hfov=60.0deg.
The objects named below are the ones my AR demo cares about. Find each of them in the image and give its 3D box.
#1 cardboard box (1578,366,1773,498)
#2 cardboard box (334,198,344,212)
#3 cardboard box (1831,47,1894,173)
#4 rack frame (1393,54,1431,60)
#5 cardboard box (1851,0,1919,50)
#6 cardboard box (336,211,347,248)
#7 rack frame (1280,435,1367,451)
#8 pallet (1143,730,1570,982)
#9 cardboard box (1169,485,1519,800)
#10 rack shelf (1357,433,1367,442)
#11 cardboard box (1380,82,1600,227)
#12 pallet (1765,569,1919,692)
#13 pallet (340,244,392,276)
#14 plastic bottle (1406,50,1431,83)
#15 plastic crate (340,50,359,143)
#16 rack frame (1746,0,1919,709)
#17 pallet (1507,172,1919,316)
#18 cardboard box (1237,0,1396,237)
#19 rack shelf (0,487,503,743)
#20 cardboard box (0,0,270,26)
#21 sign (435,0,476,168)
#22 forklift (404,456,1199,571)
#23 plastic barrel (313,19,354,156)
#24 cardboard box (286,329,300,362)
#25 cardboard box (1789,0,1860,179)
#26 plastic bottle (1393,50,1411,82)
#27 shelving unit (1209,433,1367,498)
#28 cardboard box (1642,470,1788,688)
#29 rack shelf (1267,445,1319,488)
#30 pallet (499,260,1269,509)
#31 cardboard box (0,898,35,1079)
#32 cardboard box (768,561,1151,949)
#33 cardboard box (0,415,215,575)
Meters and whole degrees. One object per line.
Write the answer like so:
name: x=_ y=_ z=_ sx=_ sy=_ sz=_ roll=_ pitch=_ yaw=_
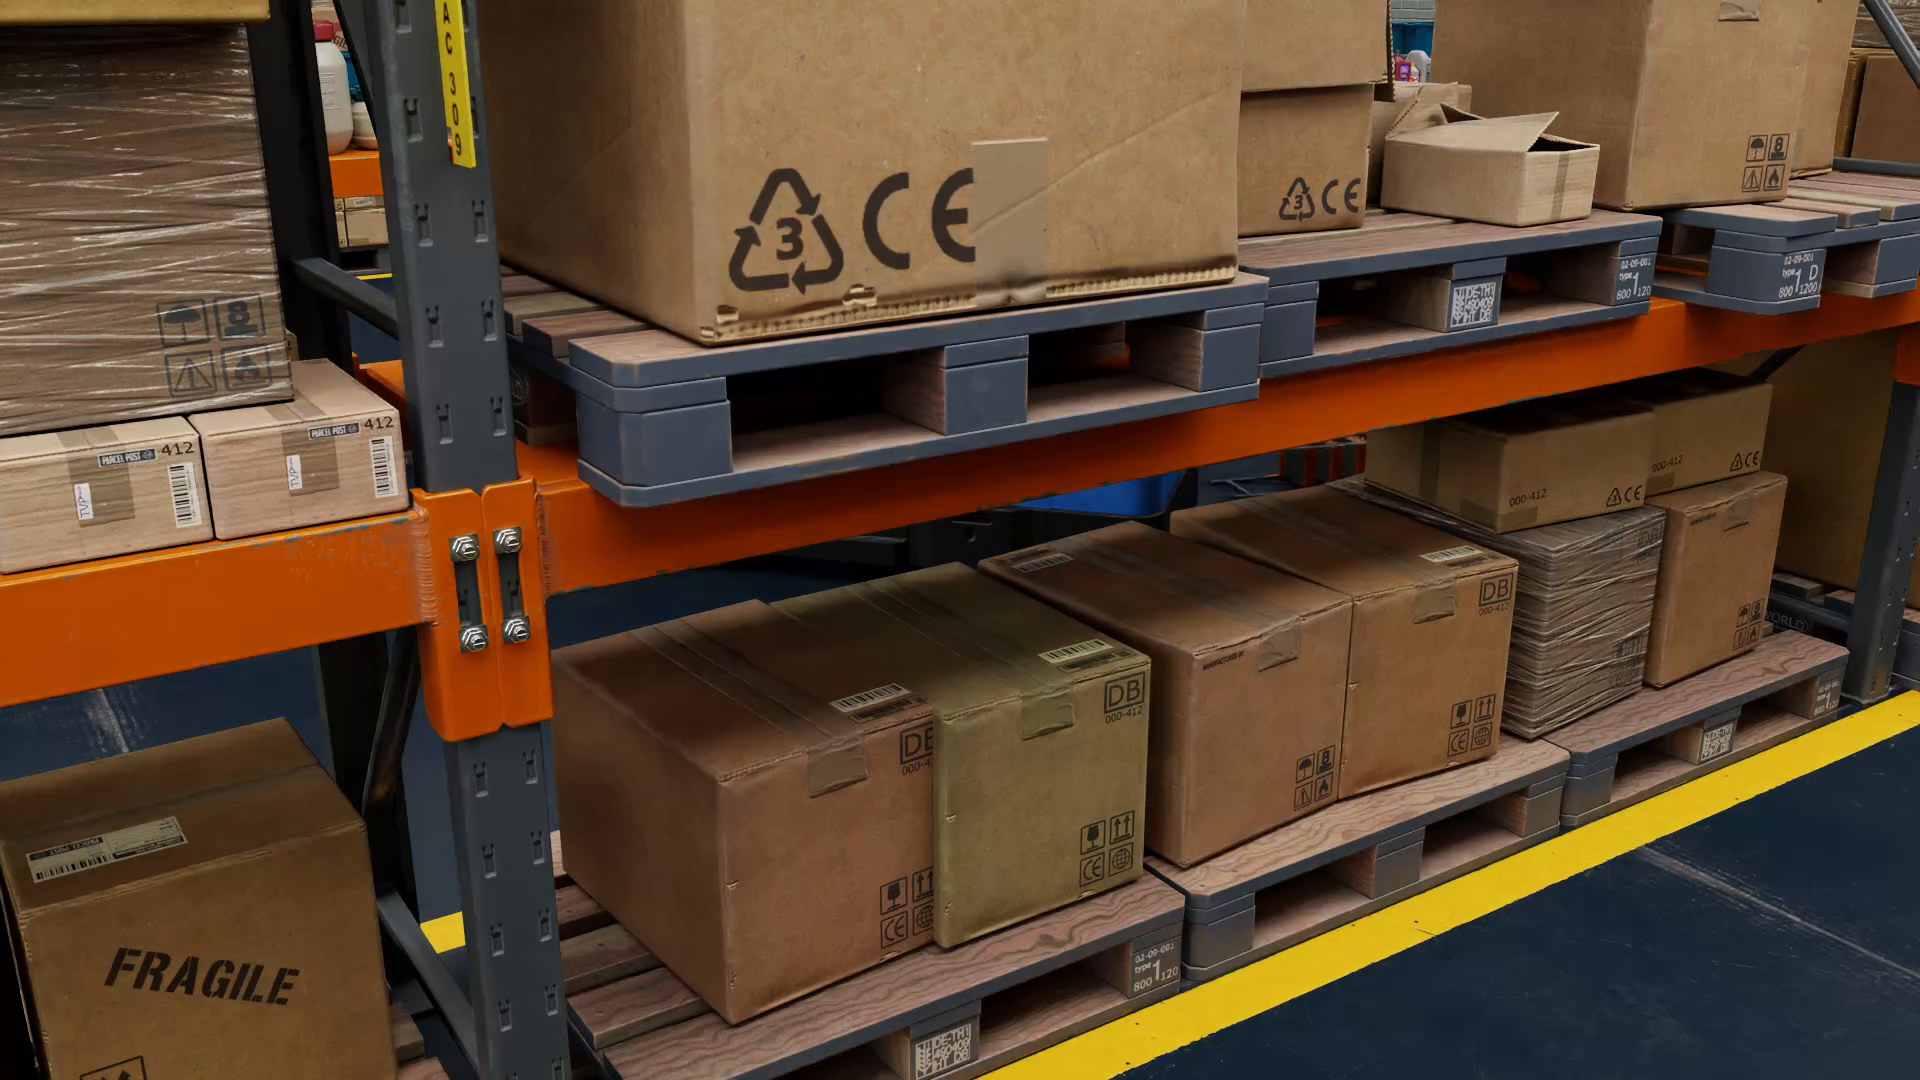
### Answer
cardboard box: x=1.847 y=-0.332 z=4.589 sx=0.500 sy=0.250 sz=0.500 roll=-11 pitch=22 yaw=-29
cardboard box: x=-4.630 y=-2.464 z=11.611 sx=0.500 sy=0.311 sz=0.500 roll=-11 pitch=22 yaw=-30
cardboard box: x=2.666 y=-1.279 z=5.189 sx=0.500 sy=0.500 sz=0.500 roll=-11 pitch=22 yaw=-30
rack frame: x=3.007 y=-3.108 z=10.754 sx=0.127 sy=3.000 sz=1.000 roll=-12 pitch=22 yaw=-31
cardboard box: x=3.010 y=-1.726 z=4.943 sx=0.637 sy=0.503 sz=0.797 roll=-11 pitch=22 yaw=-30
cardboard box: x=-4.638 y=-2.197 z=11.696 sx=0.500 sy=0.250 sz=0.500 roll=-11 pitch=22 yaw=-30
rack frame: x=1.651 y=-0.432 z=6.932 sx=1.200 sy=0.006 sz=0.240 roll=-5 pitch=19 yaw=-15
pallet: x=0.719 y=0.593 z=4.160 sx=1.213 sy=0.211 sz=1.003 roll=-12 pitch=22 yaw=-31
cardboard box: x=0.916 y=0.223 z=4.117 sx=0.500 sy=0.500 sz=0.700 roll=-10 pitch=21 yaw=-27
rack shelf: x=1.723 y=-0.352 z=6.981 sx=0.103 sy=0.180 sz=0.258 roll=-5 pitch=19 yaw=-15
cardboard box: x=1.146 y=-0.848 z=3.623 sx=0.258 sy=0.266 sz=0.396 roll=-13 pitch=22 yaw=-33
pallet: x=3.090 y=0.124 z=5.549 sx=1.213 sy=0.211 sz=1.003 roll=-12 pitch=22 yaw=-31
pallet: x=-4.782 y=-2.060 z=12.008 sx=1.213 sy=0.211 sz=1.003 roll=-12 pitch=22 yaw=-31
plastic bottle: x=2.856 y=-2.893 z=10.313 sx=0.135 sy=0.276 sz=0.152 roll=-12 pitch=22 yaw=-31
plastic crate: x=-2.924 y=-1.969 z=7.410 sx=0.575 sy=0.384 sz=0.392 roll=-12 pitch=22 yaw=-31
rack frame: x=2.390 y=-1.079 z=4.752 sx=0.127 sy=3.000 sz=1.000 roll=-12 pitch=22 yaw=-31
pallet: x=1.854 y=-0.834 z=4.327 sx=1.003 sy=0.211 sz=1.213 roll=-12 pitch=22 yaw=-31
cardboard box: x=0.447 y=-0.952 z=3.560 sx=0.637 sy=0.503 sz=0.797 roll=-9 pitch=21 yaw=-26
rack shelf: x=-2.621 y=0.319 z=1.741 sx=4.000 sy=0.370 sz=1.077 roll=-12 pitch=22 yaw=-31
cardboard box: x=-1.175 y=-0.883 z=1.992 sx=0.500 sy=0.500 sz=0.500 roll=-12 pitch=22 yaw=-31
sign: x=-0.646 y=-0.640 z=2.104 sx=0.005 sy=0.325 sz=0.100 roll=-12 pitch=22 yaw=-31
forklift: x=-0.659 y=-1.452 z=5.962 sx=3.031 sy=2.935 sz=1.130 roll=5 pitch=19 yaw=15
plastic barrel: x=-2.755 y=-1.873 z=6.889 sx=0.433 sy=0.535 sz=0.433 roll=0 pitch=19 yaw=0
cardboard box: x=-1.295 y=-0.298 z=2.834 sx=0.250 sy=0.149 sz=0.380 roll=-12 pitch=22 yaw=-31
cardboard box: x=1.961 y=-1.219 z=4.355 sx=0.500 sy=0.500 sz=0.500 roll=-15 pitch=24 yaw=-38
plastic bottle: x=2.688 y=-2.844 z=10.155 sx=0.133 sy=0.283 sz=0.061 roll=-12 pitch=22 yaw=-31
shelving unit: x=1.650 y=-0.346 z=6.961 sx=1.200 sy=0.189 sz=0.258 roll=-5 pitch=19 yaw=-15
cardboard box: x=1.842 y=0.021 z=4.717 sx=0.500 sy=0.500 sz=0.700 roll=-13 pitch=23 yaw=-34
rack shelf: x=1.377 y=-0.322 z=6.885 sx=0.103 sy=0.180 sz=0.258 roll=-5 pitch=19 yaw=-15
pallet: x=-0.232 y=-0.379 z=2.981 sx=1.213 sy=0.211 sz=1.003 roll=-12 pitch=22 yaw=-31
cardboard box: x=-1.781 y=0.774 z=2.519 sx=0.500 sy=0.500 sz=0.500 roll=-5 pitch=19 yaw=-14
cardboard box: x=-0.017 y=0.420 z=3.534 sx=0.500 sy=0.500 sz=0.700 roll=-12 pitch=22 yaw=-32
cardboard box: x=-1.182 y=-0.097 z=2.240 sx=0.250 sy=0.149 sz=0.380 roll=-12 pitch=22 yaw=-31
